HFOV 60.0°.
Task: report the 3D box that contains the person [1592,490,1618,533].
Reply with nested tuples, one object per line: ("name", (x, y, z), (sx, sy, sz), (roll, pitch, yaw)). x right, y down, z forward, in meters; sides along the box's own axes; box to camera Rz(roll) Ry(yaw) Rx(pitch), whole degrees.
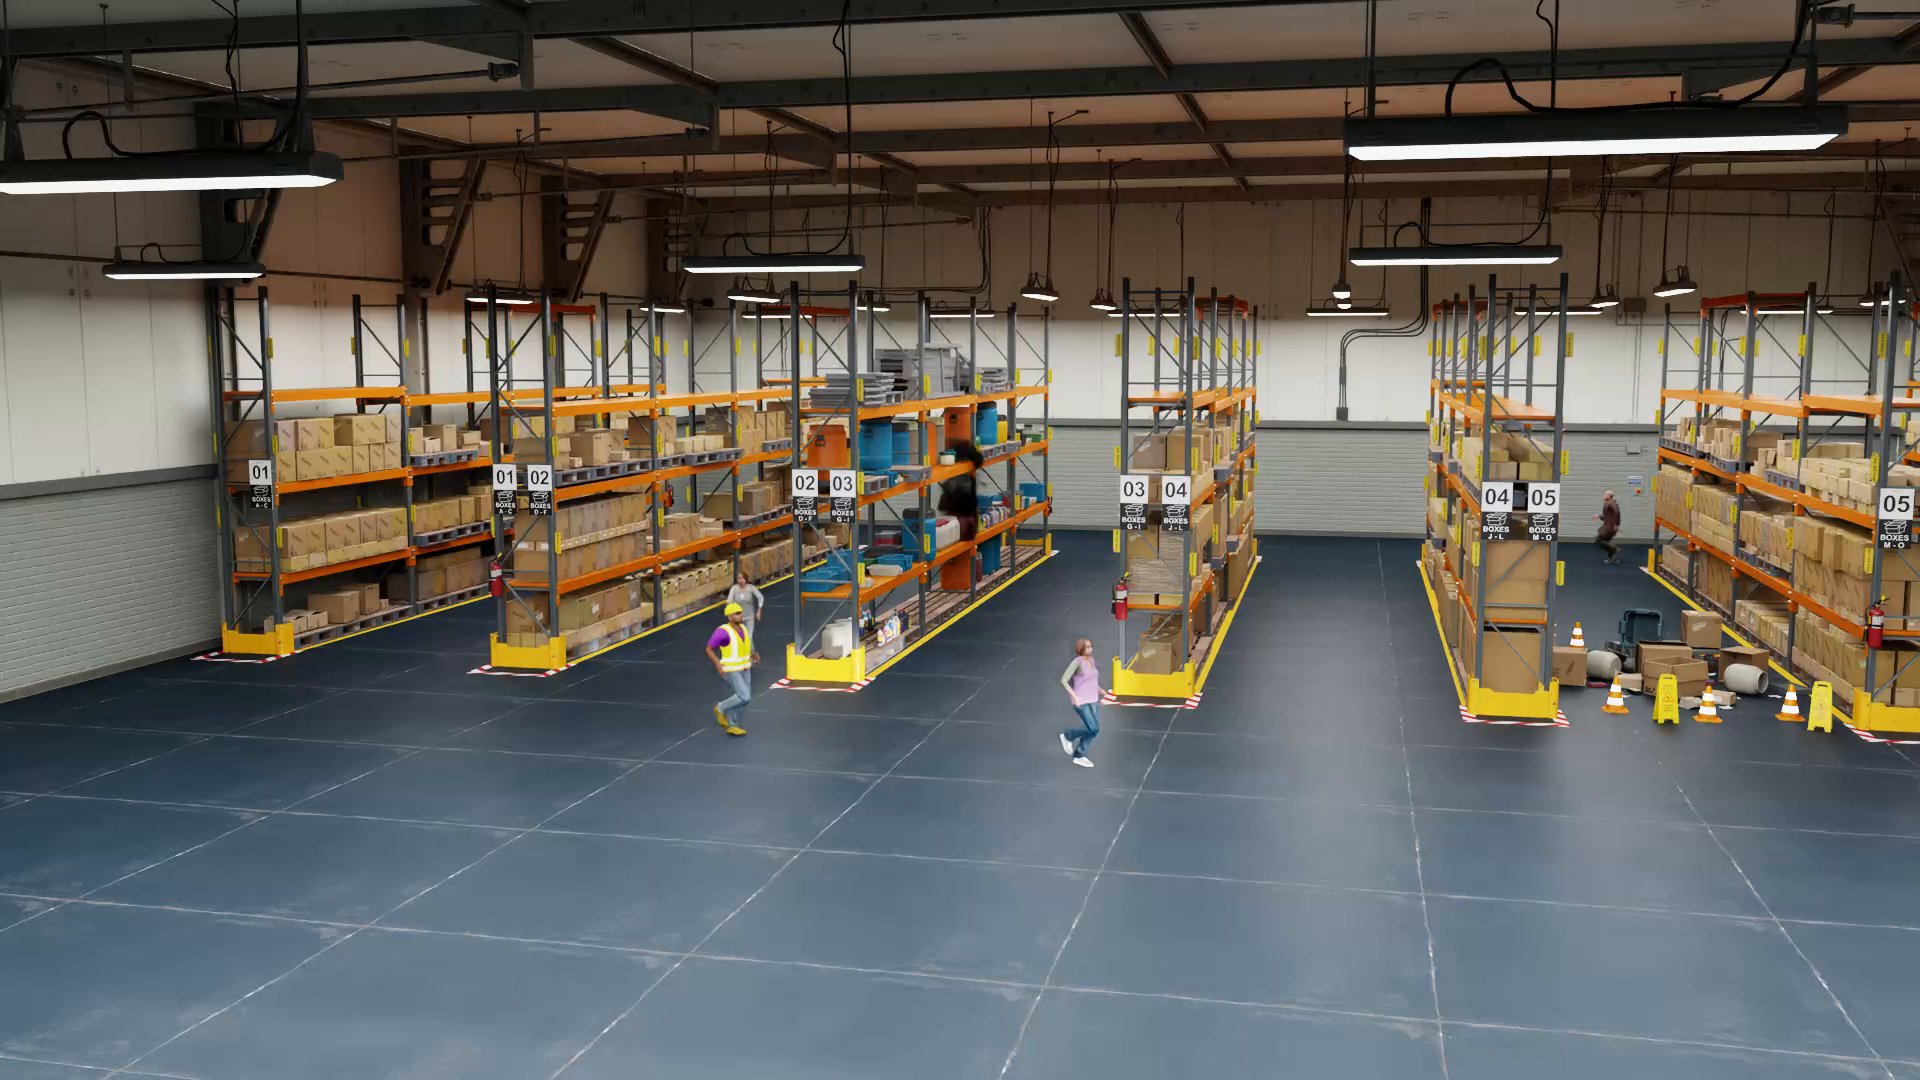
("person", (15.078, -0.681, 38.808), (0.582, 0.965, 0.687), (3, 7, 21))

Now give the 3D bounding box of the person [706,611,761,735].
("person", (-2.887, 1.694, 21.559), (0.576, 1.682, 0.698), (4, 8, 32))

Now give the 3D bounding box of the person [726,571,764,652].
("person", (-3.368, 1.220, 25.952), (0.559, 1.449, 0.648), (0, 7, 4))

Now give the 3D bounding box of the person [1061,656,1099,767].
("person", (1.487, 2.058, 20.012), (0.508, 1.332, 0.347), (6, 9, 40))
